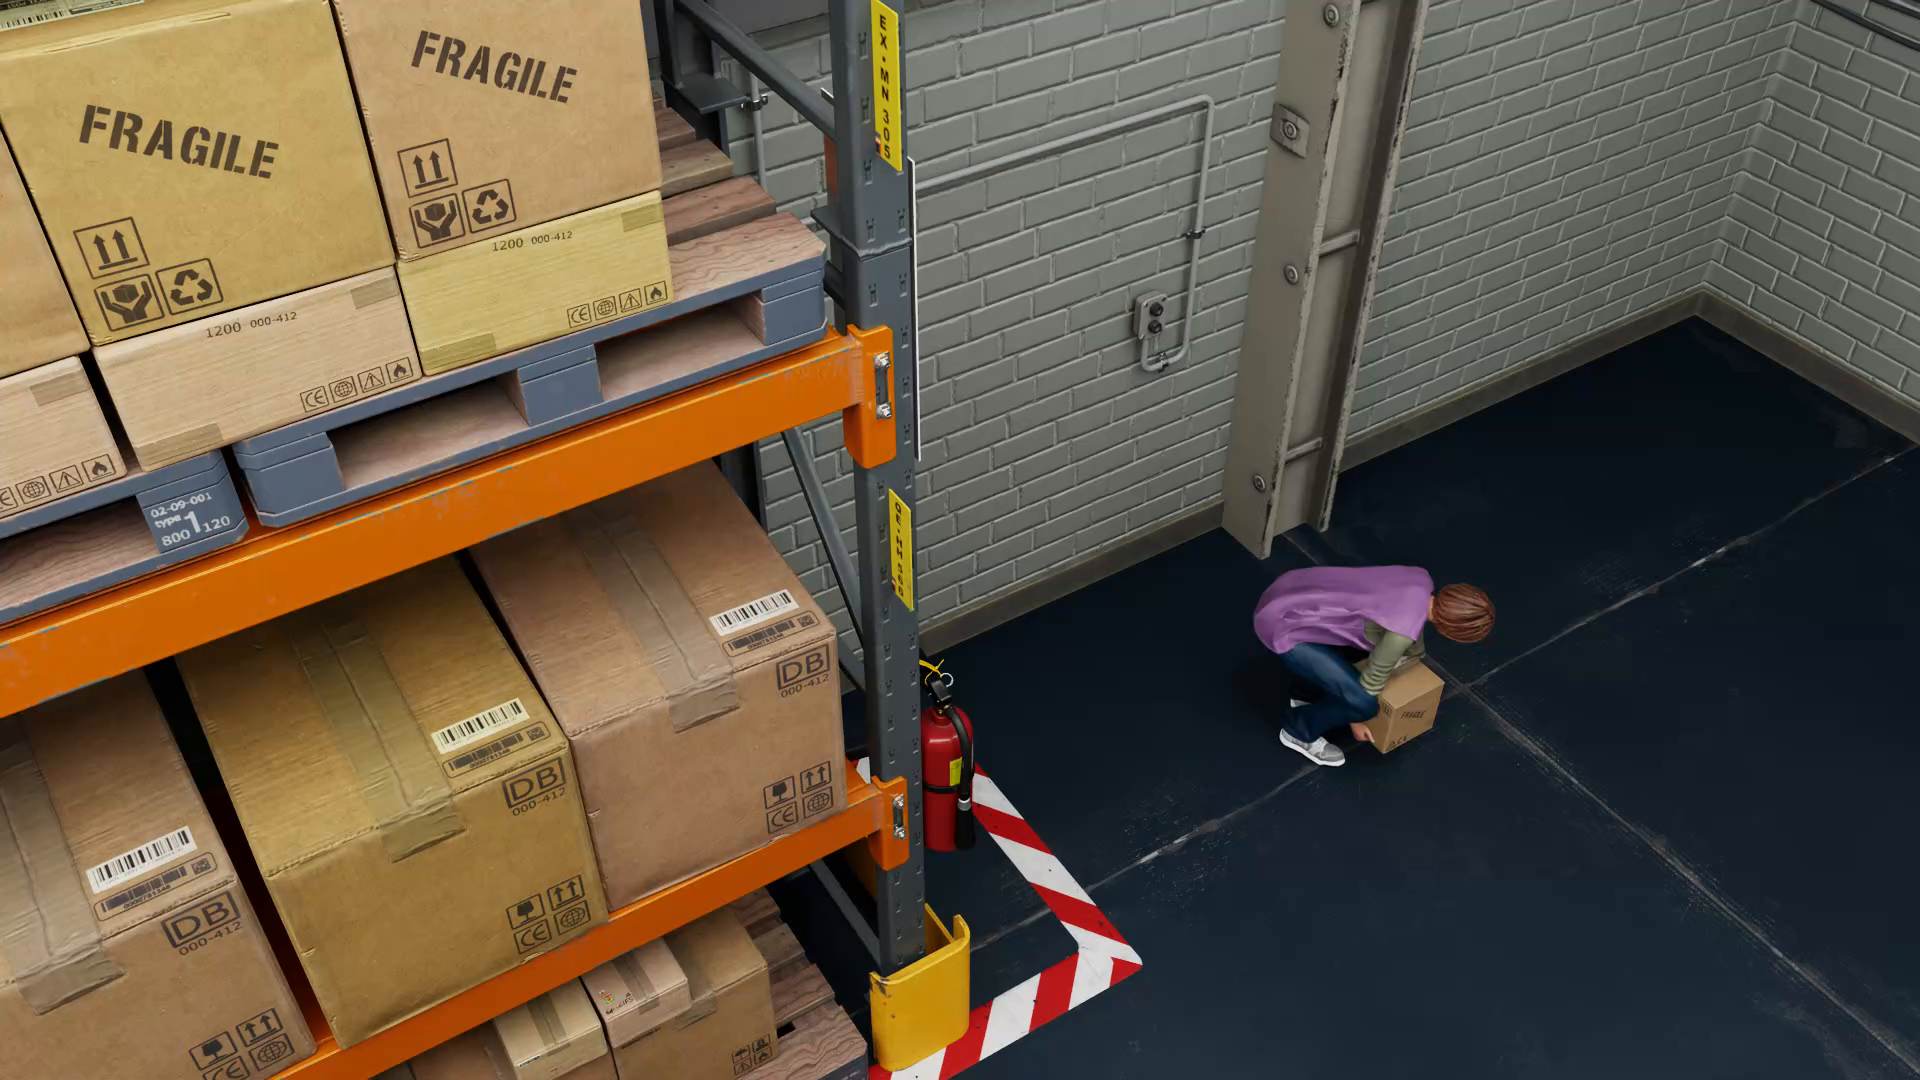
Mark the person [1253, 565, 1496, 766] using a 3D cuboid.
[{"bbox_3d":[1.491,0.443,6.180,0.830,0.918,0.426,19,45,20],"label":"person"}]
